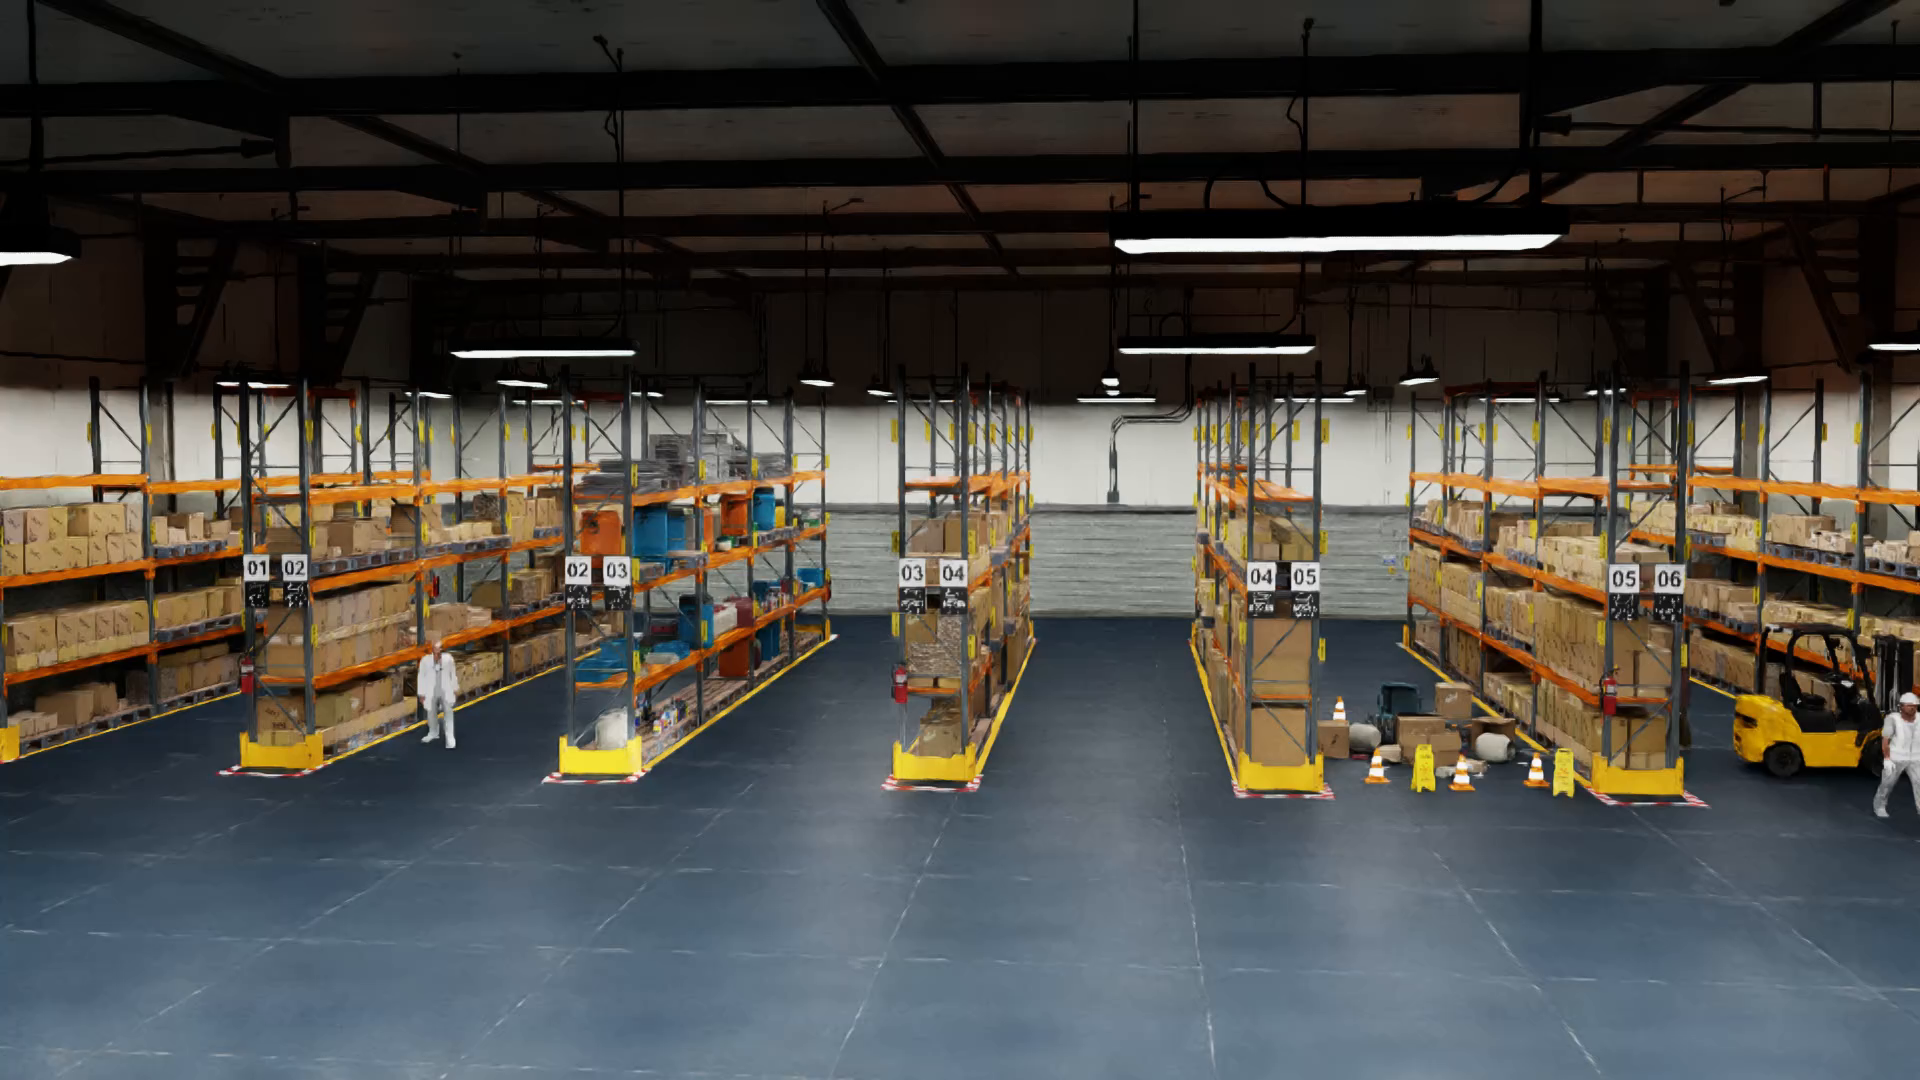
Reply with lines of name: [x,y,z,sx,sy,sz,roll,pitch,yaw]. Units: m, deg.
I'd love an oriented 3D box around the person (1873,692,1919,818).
person: [12.022,2.773,21.138,0.569,1.702,1.114,0,4,3]

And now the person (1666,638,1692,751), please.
person: [11.313,2.406,26.326,0.636,1.775,0.677,3,5,38]

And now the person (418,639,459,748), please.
person: [-8.333,2.435,26.579,0.634,1.735,1.033,-1,4,-17]
